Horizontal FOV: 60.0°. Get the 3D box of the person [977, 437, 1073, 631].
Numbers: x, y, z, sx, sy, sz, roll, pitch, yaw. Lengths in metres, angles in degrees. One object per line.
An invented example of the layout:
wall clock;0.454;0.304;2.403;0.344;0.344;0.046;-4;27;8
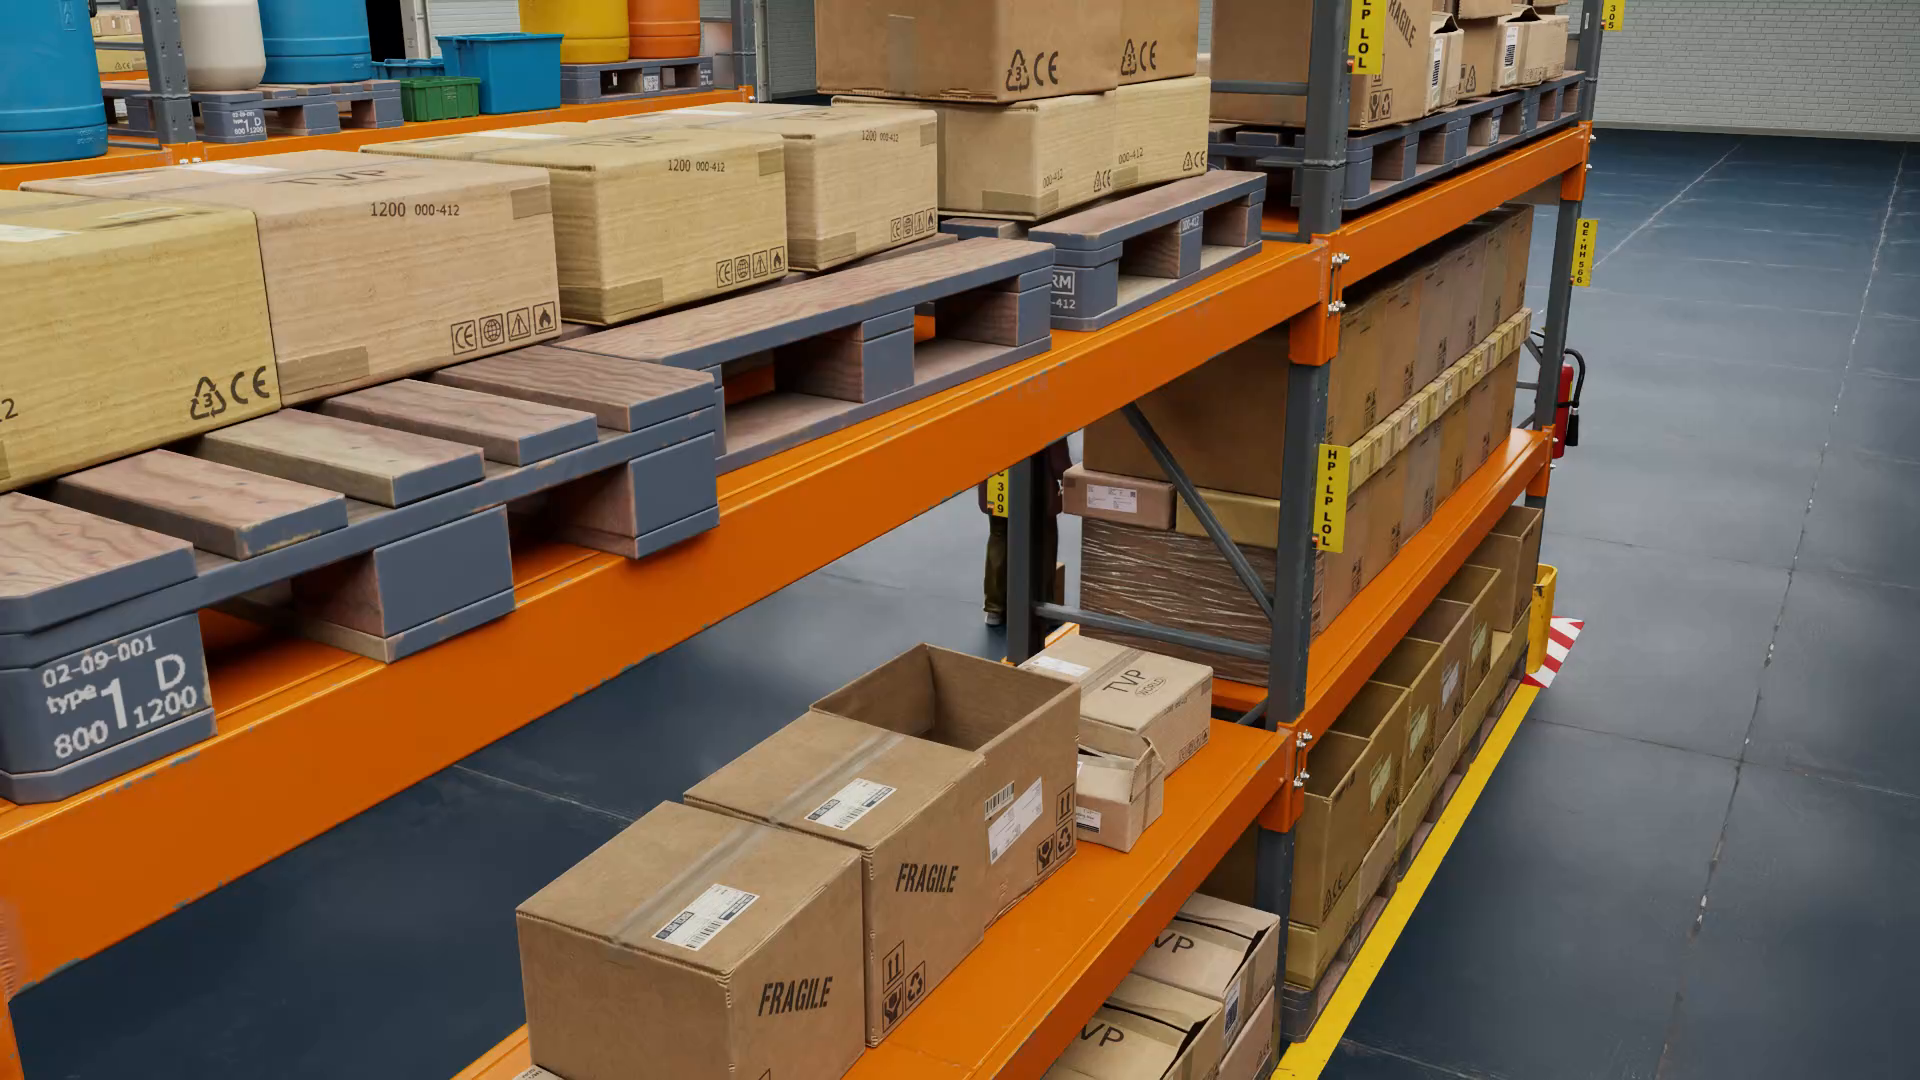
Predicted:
person;0.331;-0.380;9.184;0.644;1.774;0.427;11;22;28
